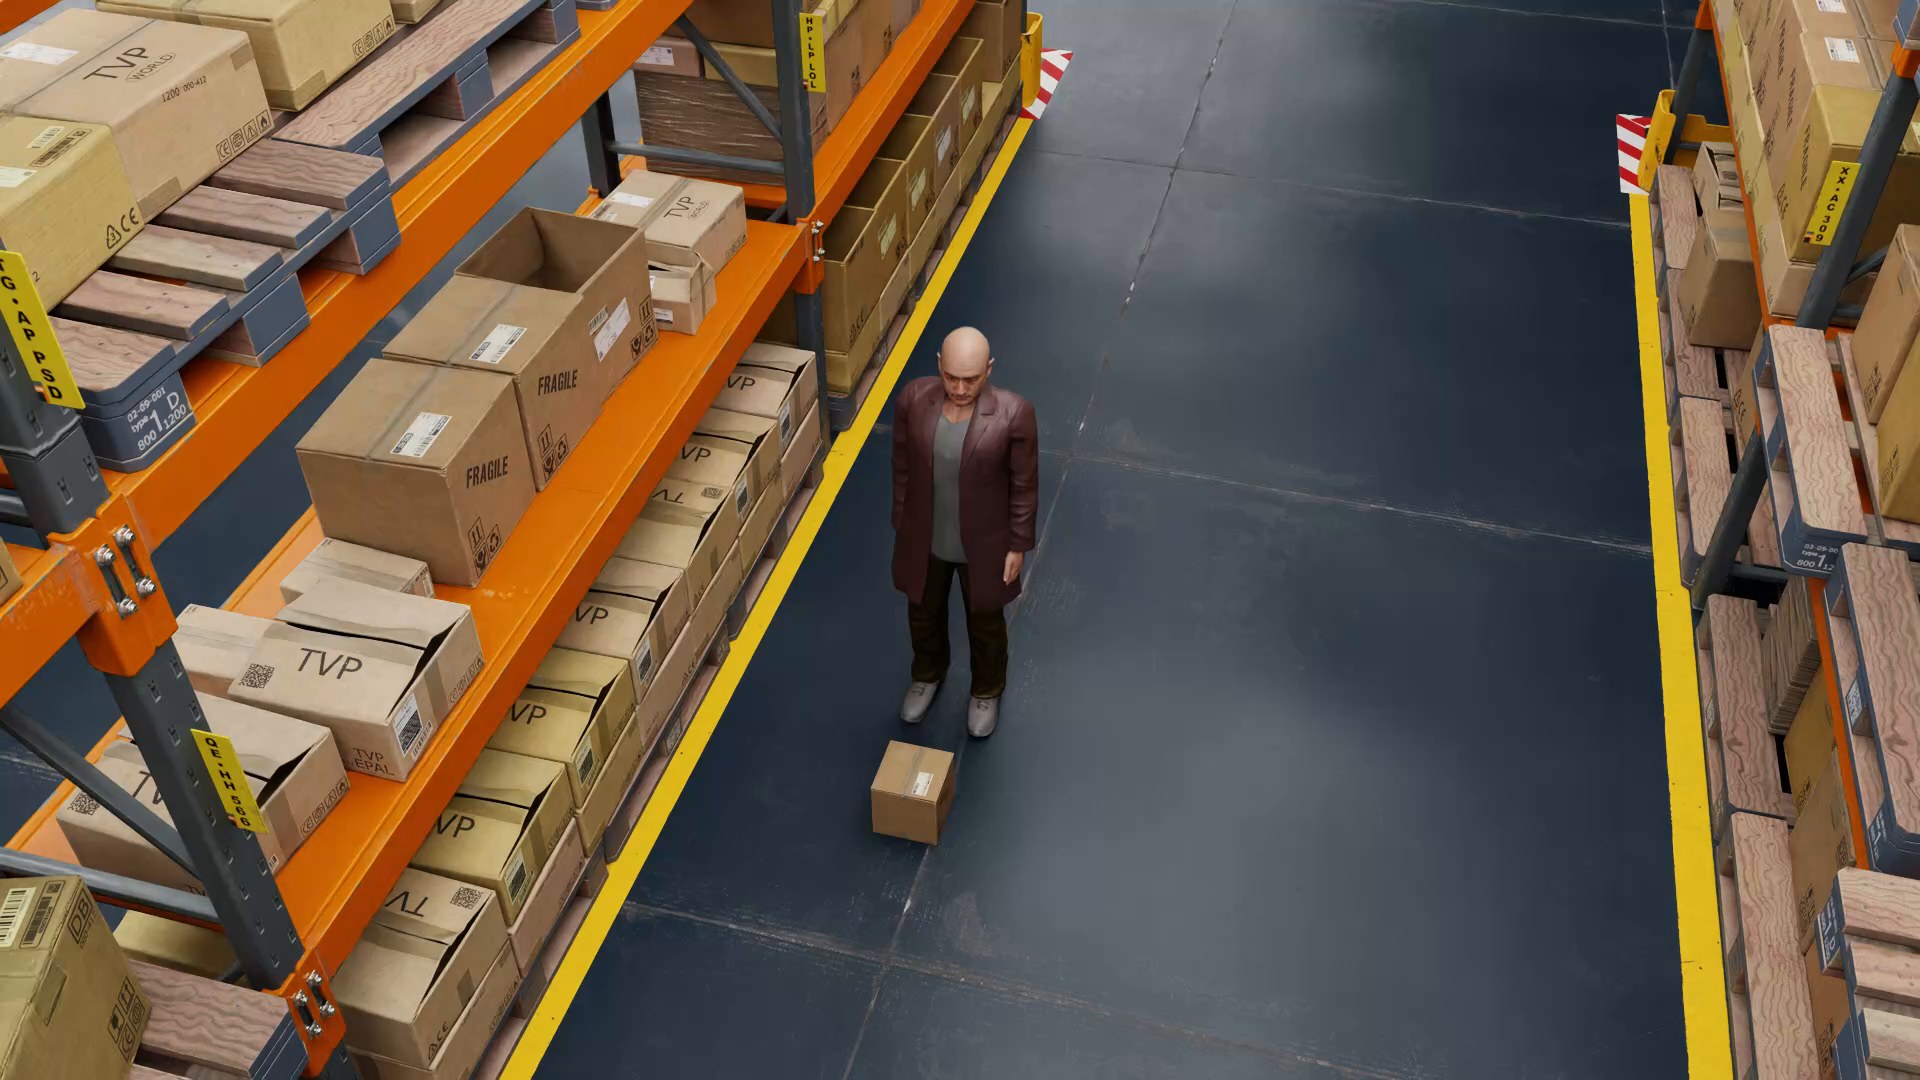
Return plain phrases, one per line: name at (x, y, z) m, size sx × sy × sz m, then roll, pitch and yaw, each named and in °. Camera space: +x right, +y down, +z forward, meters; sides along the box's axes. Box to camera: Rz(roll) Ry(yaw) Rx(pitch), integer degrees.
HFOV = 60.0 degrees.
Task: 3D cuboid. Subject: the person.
person at (0.007, -0.008, 6.185) m, size 0.561 × 1.779 × 0.381 m, roll 11°, pitch 42°, yaw 13°
